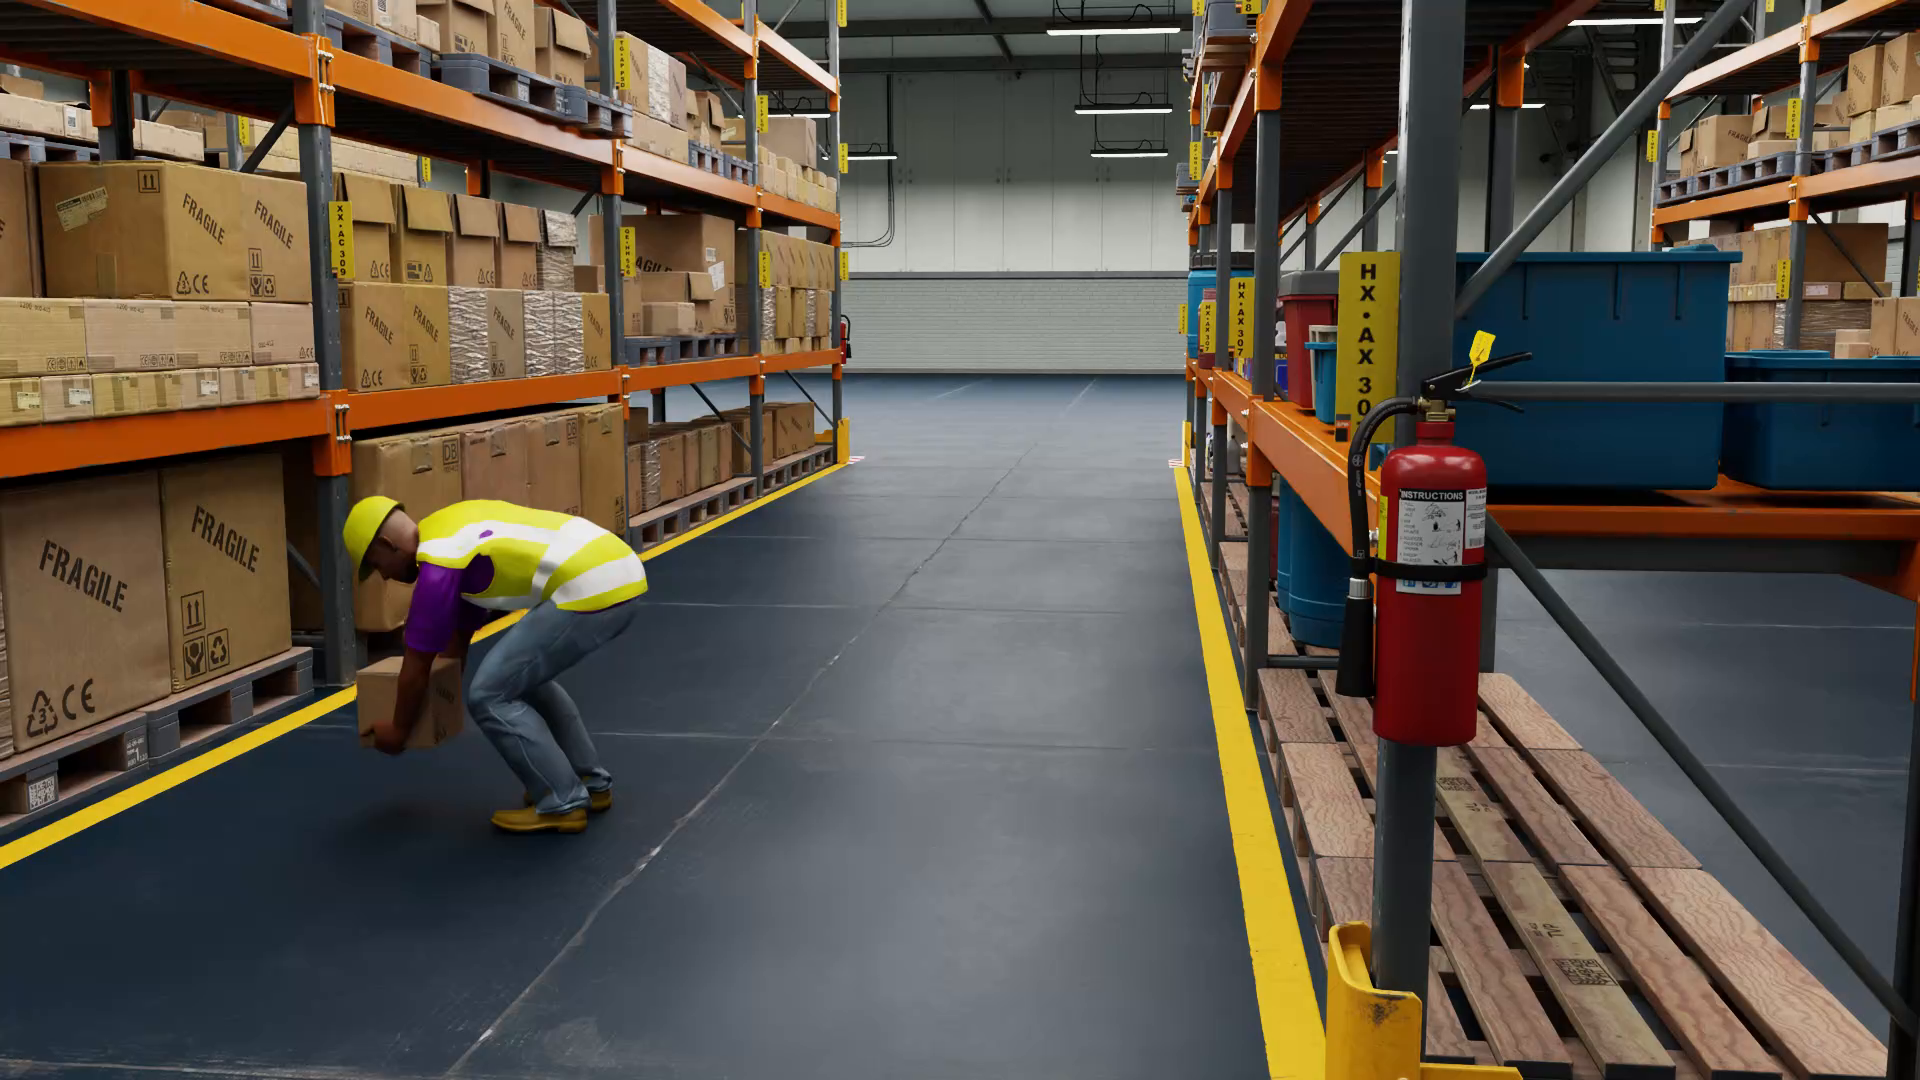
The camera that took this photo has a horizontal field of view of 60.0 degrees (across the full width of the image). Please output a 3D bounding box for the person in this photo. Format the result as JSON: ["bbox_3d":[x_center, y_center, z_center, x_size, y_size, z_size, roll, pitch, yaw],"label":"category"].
[{"bbox_3d":[-1.513,0.357,5.423,0.967,1.002,0.515,0,8,3],"label":"person"}]
